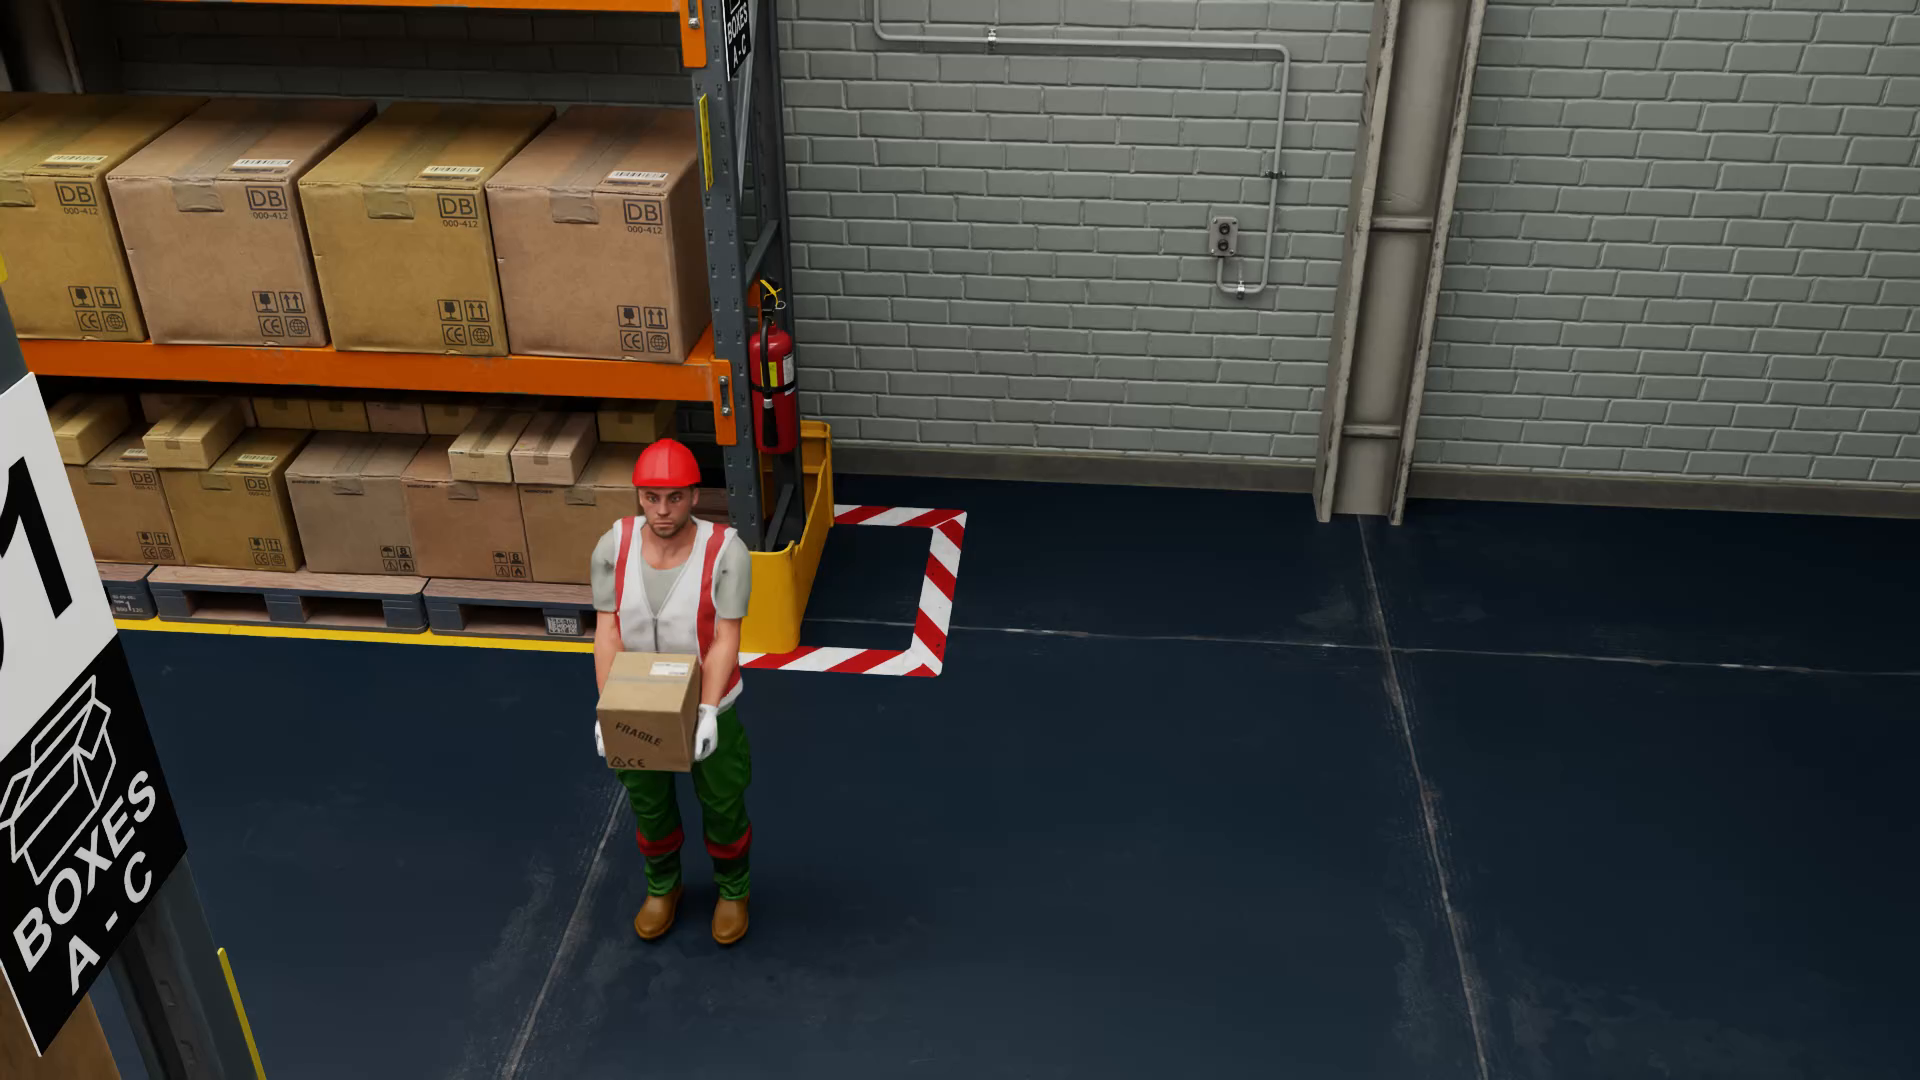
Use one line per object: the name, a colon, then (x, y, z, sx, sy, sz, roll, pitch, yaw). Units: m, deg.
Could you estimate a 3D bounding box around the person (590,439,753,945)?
person: (-0.892, 0.558, 5.211, 0.500, 1.787, 0.560, 2, 32, 4)
